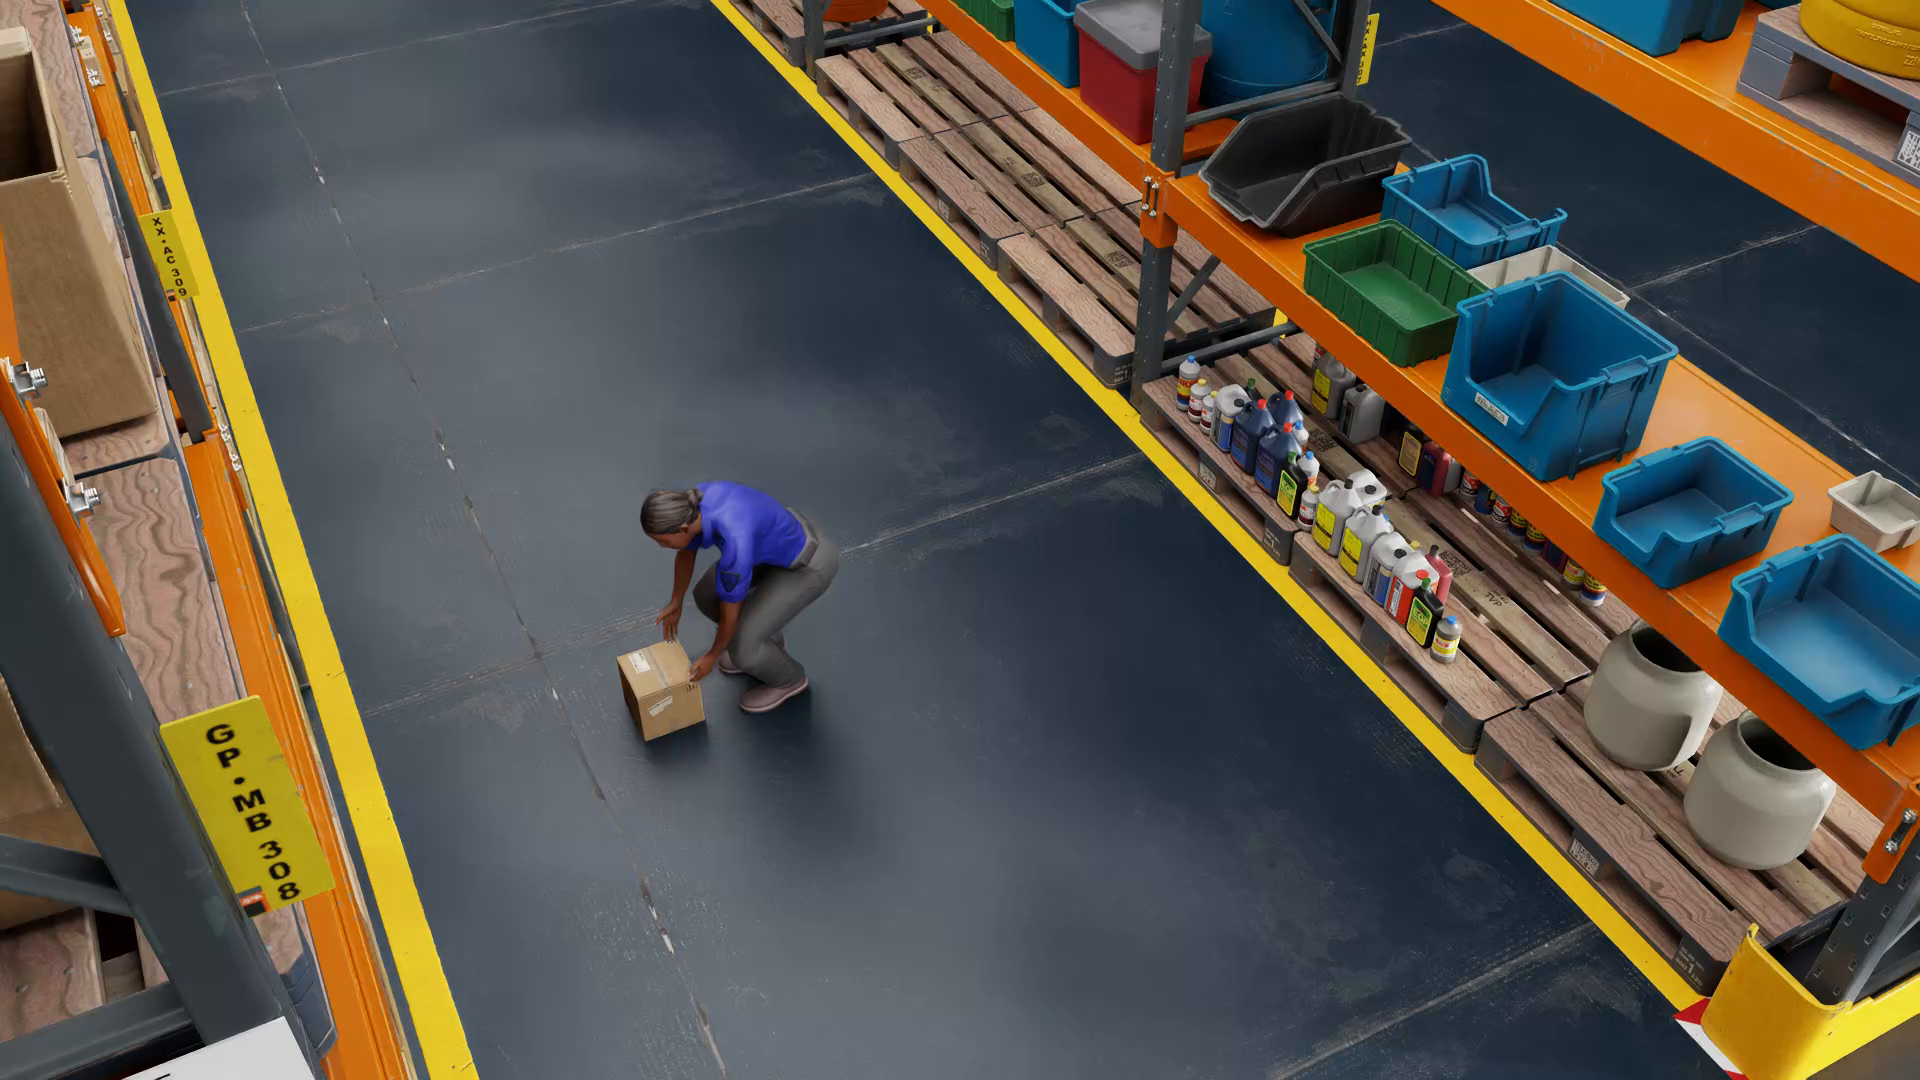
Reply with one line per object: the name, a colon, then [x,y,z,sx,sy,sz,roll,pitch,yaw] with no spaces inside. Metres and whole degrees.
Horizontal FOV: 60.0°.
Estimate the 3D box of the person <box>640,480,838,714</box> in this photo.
person: [-0.814,0.170,6.371,0.739,1.134,0.495,-19,45,-20]
